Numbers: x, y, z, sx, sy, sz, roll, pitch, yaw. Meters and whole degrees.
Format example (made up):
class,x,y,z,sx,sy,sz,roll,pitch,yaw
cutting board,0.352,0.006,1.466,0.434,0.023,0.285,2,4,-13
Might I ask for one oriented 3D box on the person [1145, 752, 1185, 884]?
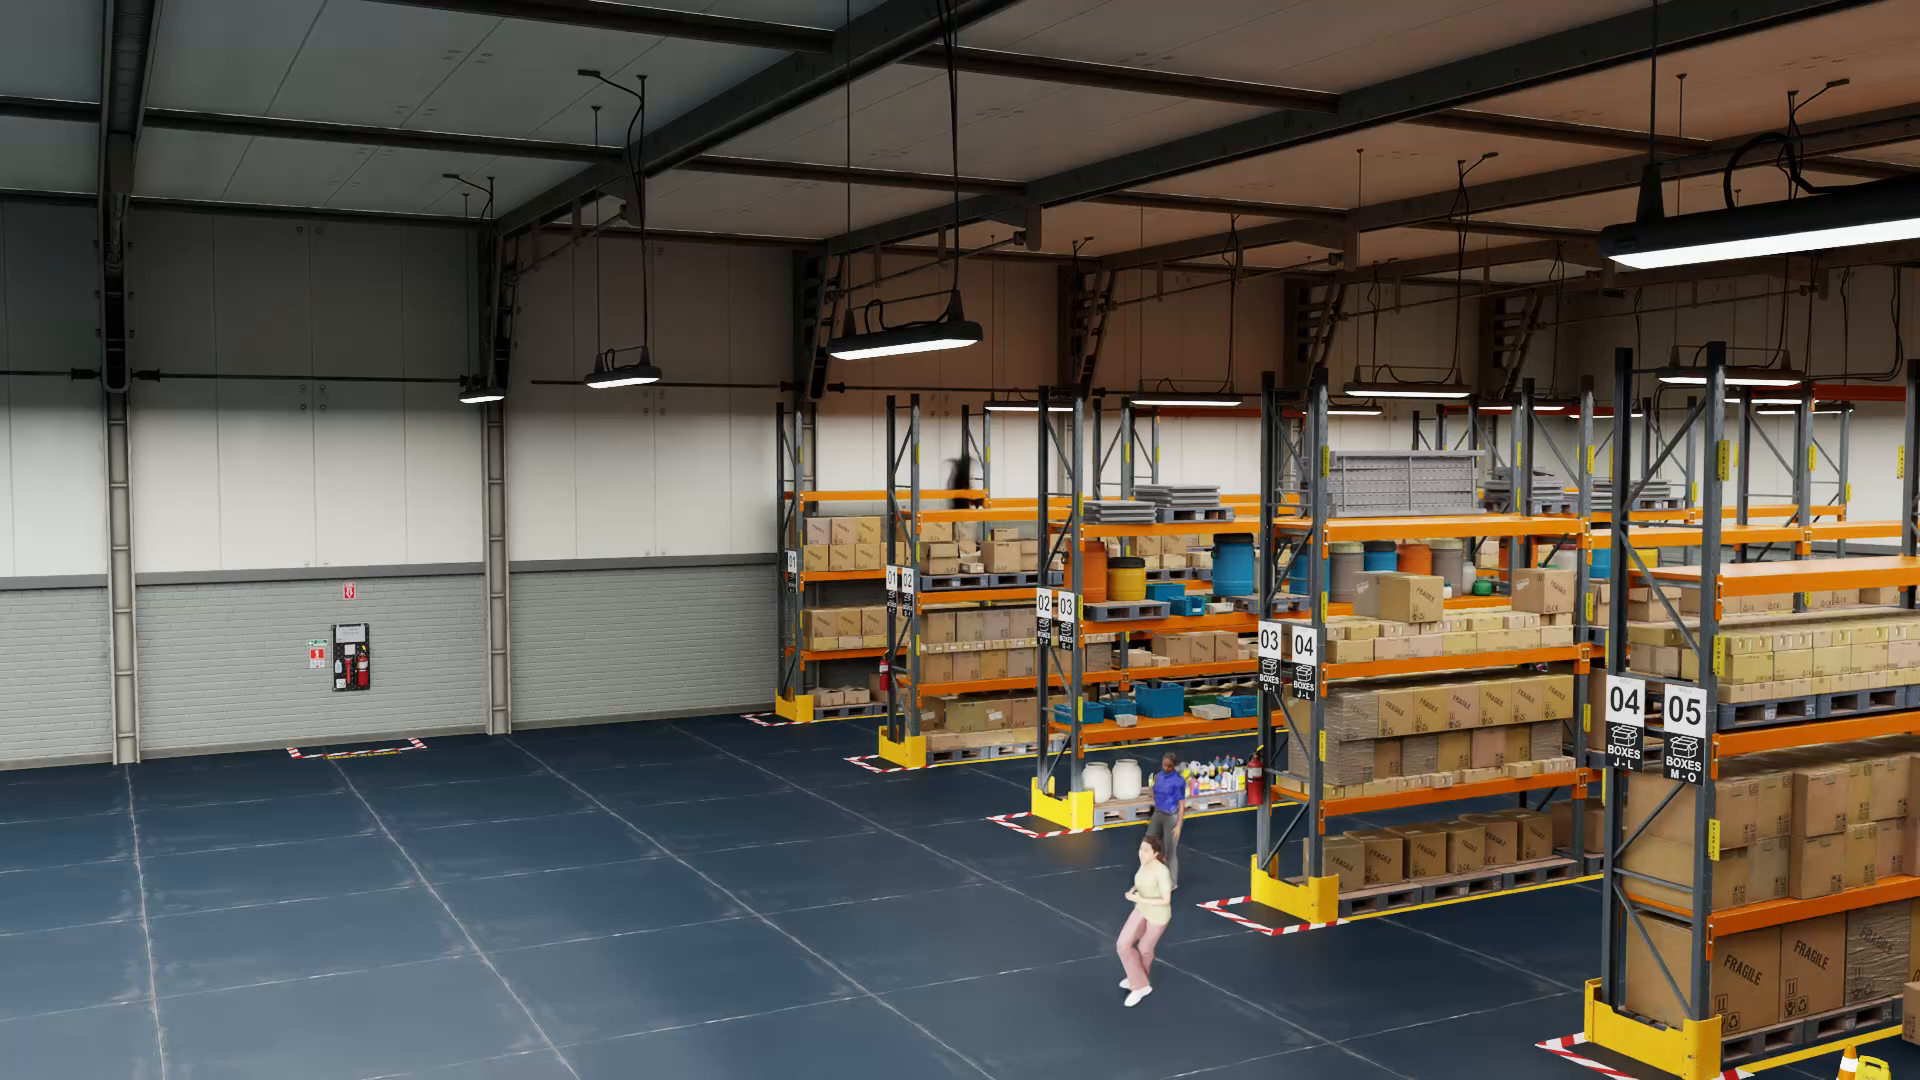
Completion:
class,x,y,z,sx,sy,sz,roll,pitch,yaw
person,2.384,3.212,19.148,0.392,1.562,0.516,-3,4,-44

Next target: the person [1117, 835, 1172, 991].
class,x,y,z,sx,sy,sz,roll,pitch,yaw
person,1.739,3.441,15.397,0.701,1.500,0.656,3,4,44
